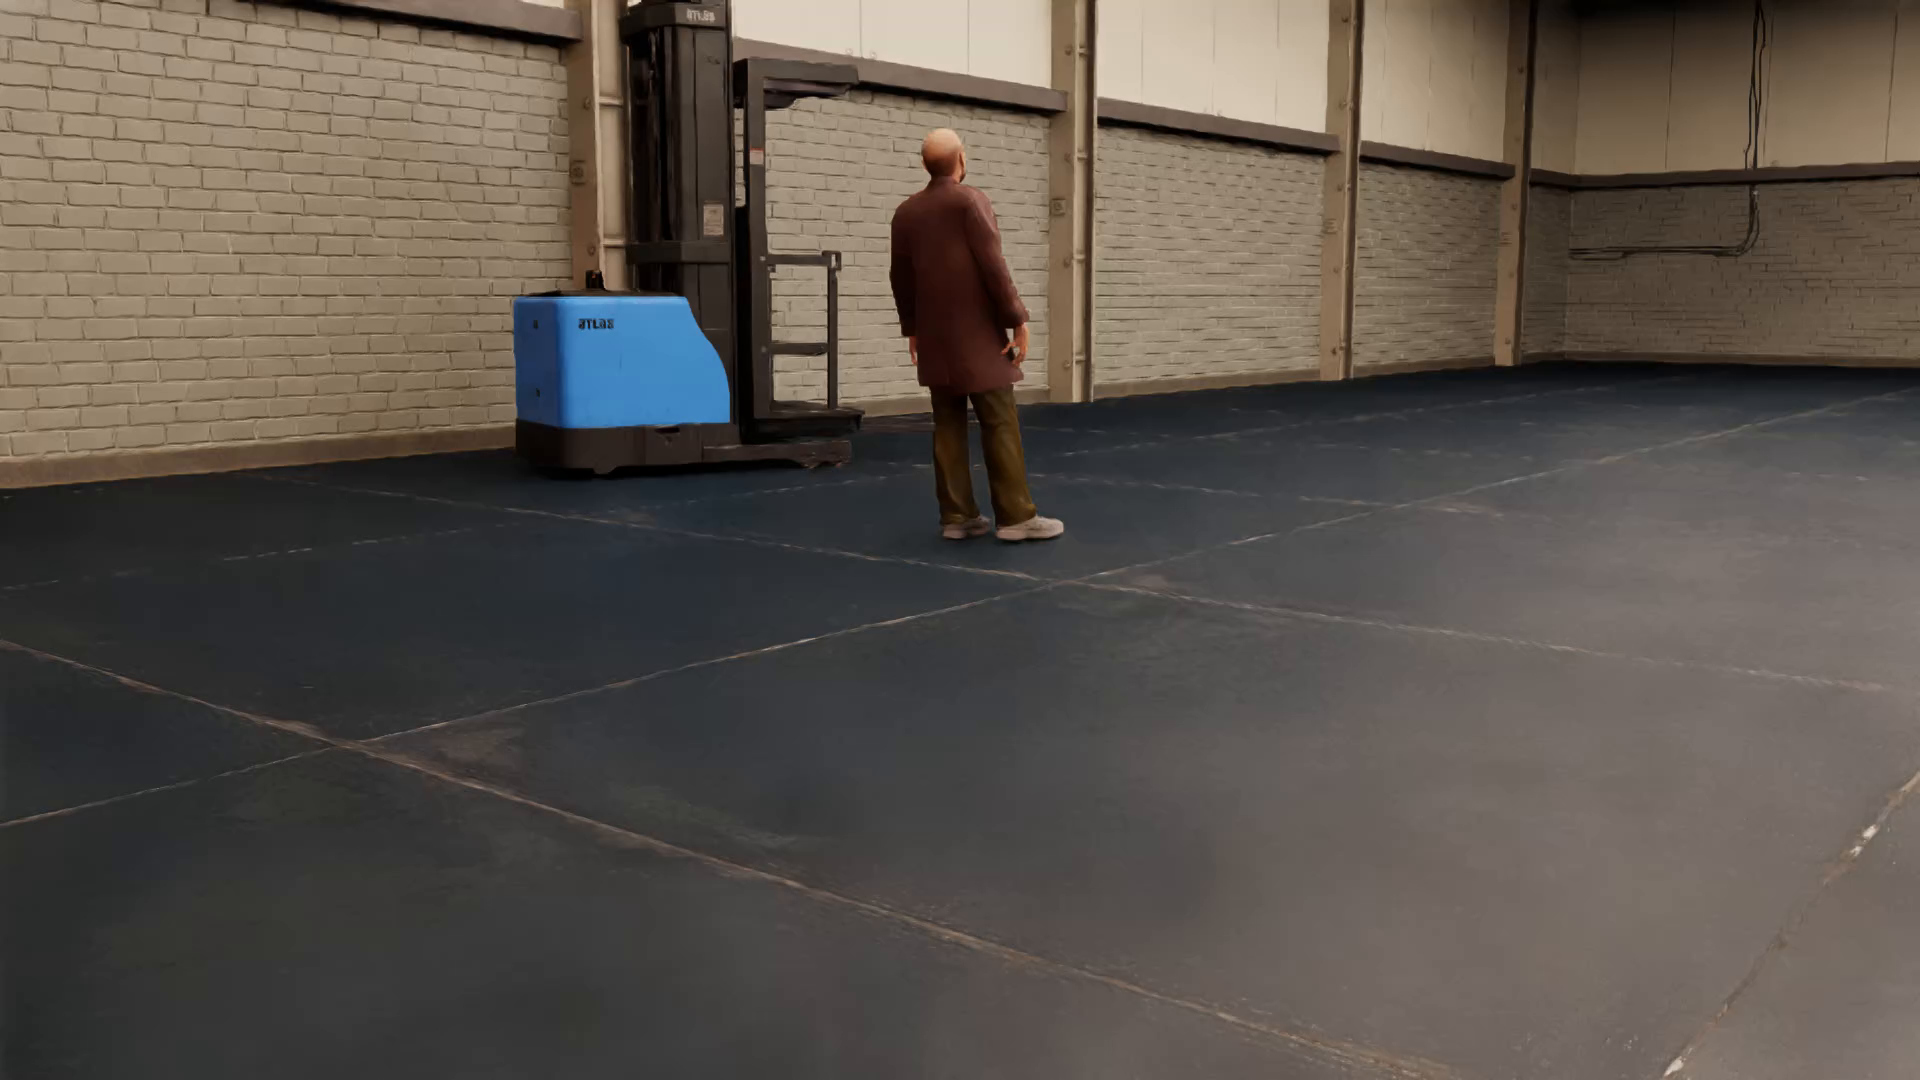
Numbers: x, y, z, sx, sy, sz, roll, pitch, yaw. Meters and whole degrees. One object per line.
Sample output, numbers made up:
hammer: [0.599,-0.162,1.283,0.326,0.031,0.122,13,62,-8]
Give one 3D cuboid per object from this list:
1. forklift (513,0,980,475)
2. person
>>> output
forklift: [-1.290,-1.969,10.735,3.031,2.935,1.130,-5,10,-31]
person: [0.061,-0.801,7.357,0.694,1.582,0.580,7,11,38]
